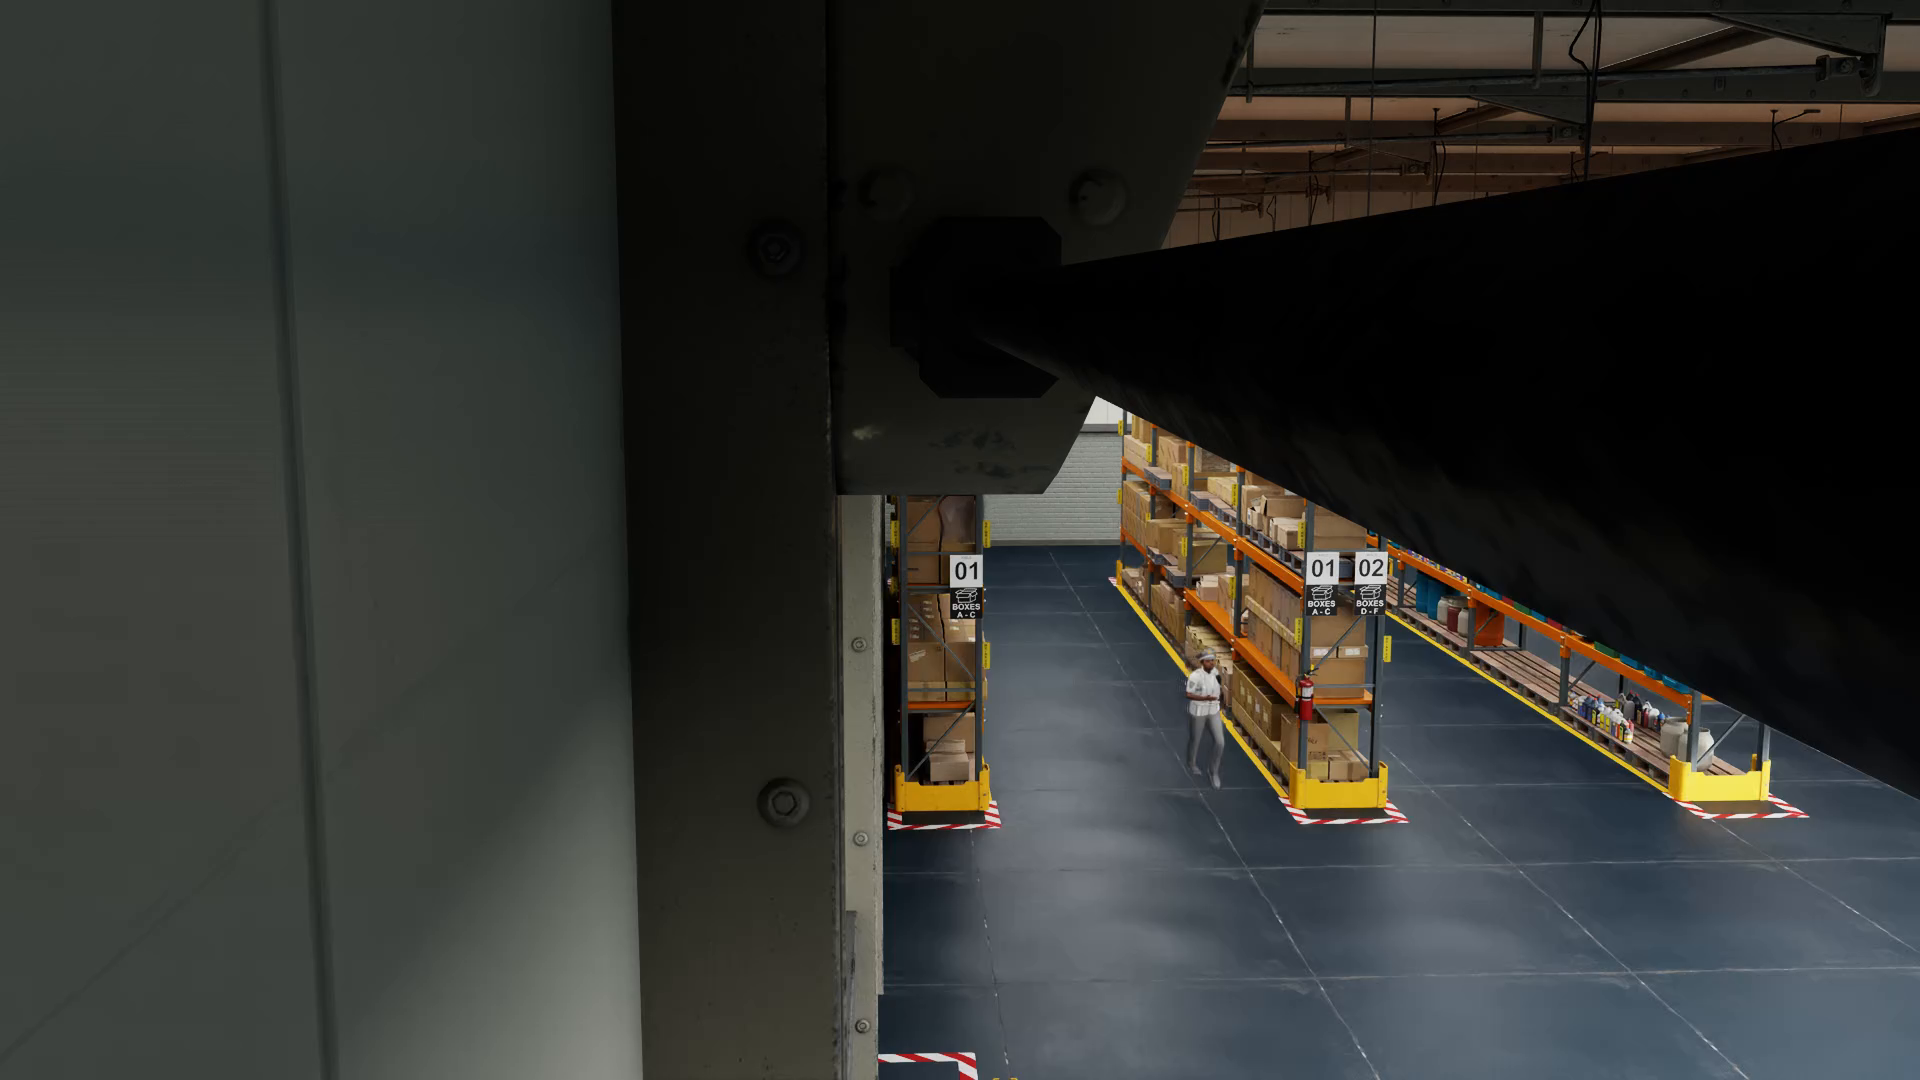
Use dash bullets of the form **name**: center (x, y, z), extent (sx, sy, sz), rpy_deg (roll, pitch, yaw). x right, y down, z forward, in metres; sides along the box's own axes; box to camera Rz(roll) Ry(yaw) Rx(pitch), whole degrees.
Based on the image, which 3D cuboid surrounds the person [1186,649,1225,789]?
- **person**: center (3.036, 2.204, 20.712), extent (0.558, 1.780, 0.740), rpy_deg (-3, 9, -19)
